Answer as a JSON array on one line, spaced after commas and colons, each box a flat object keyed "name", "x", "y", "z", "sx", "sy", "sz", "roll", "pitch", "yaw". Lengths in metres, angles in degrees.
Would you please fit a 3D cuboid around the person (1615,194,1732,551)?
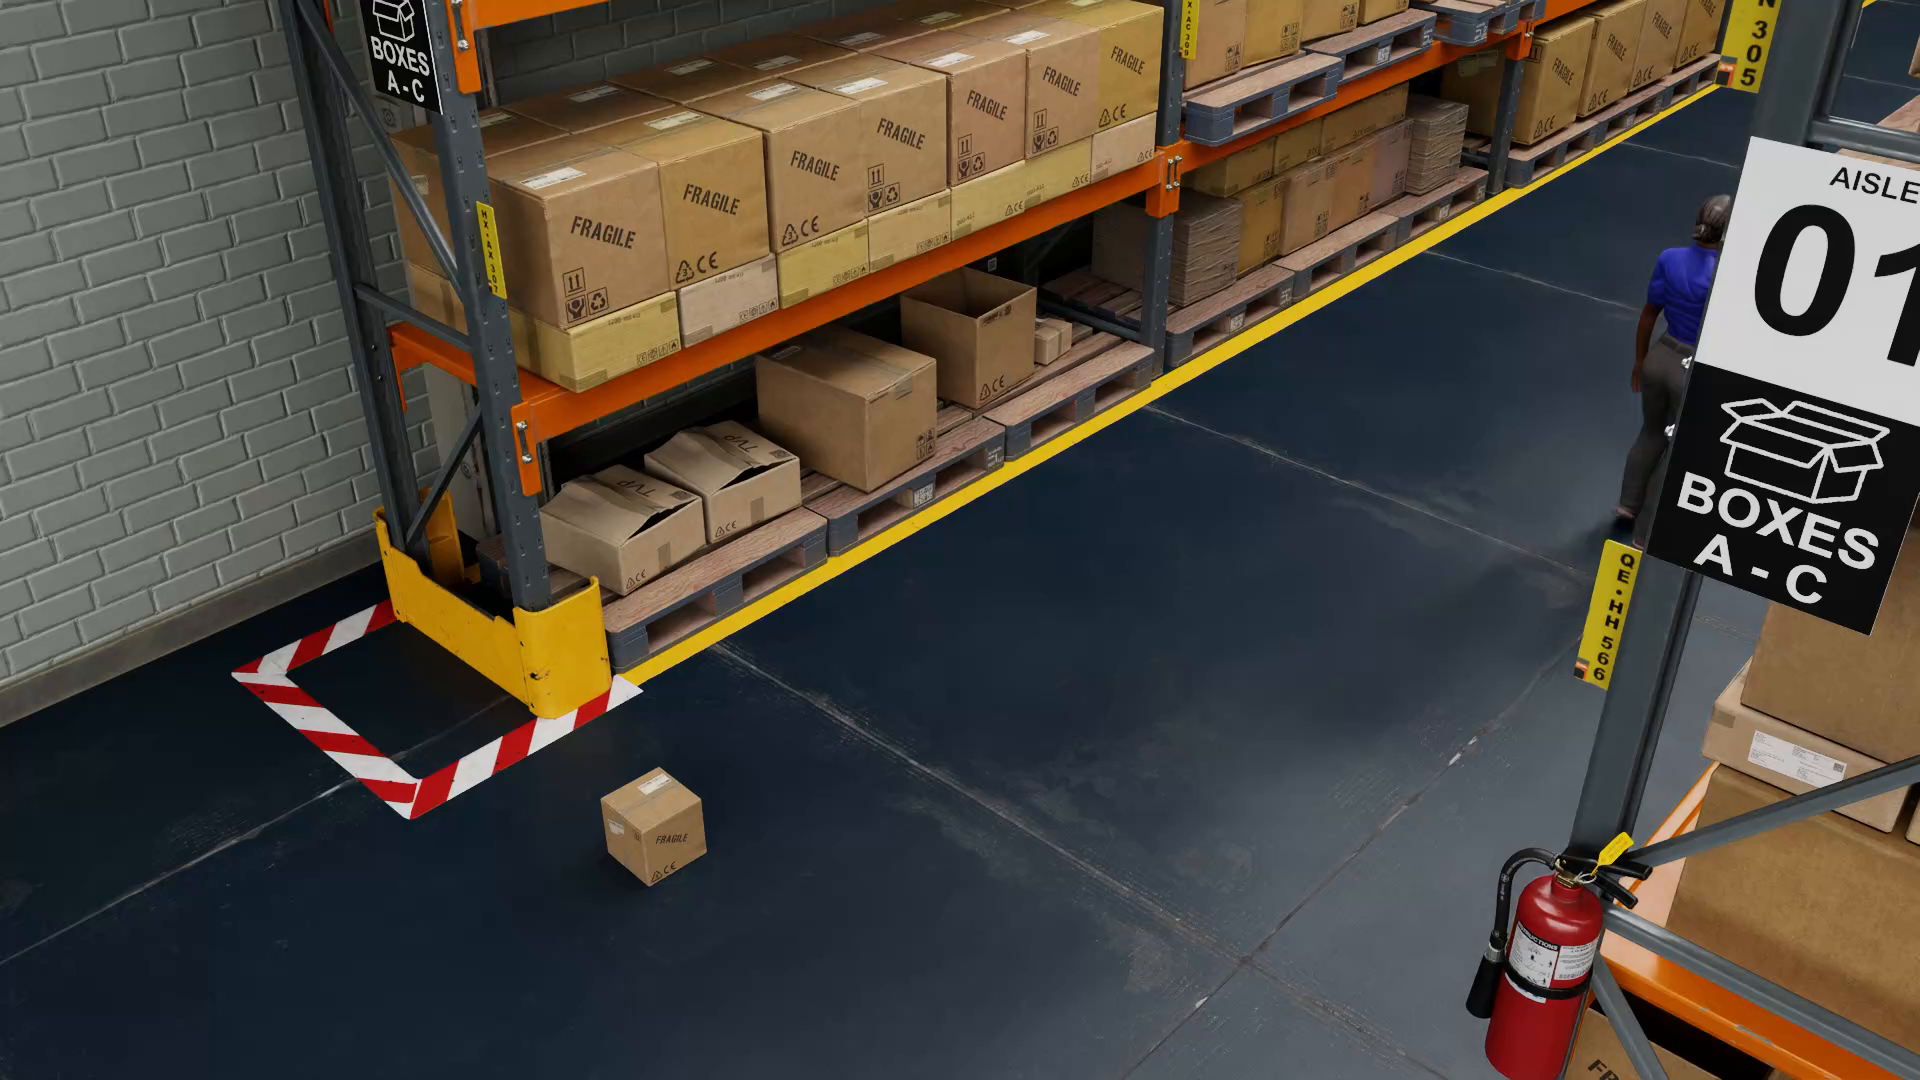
[{"name": "person", "x": 3.203, "y": -0.691, "z": 7.306, "sx": 0.419, "sy": 1.744, "sz": 0.496, "roll": -14, "pitch": 34, "yaw": -22}]
